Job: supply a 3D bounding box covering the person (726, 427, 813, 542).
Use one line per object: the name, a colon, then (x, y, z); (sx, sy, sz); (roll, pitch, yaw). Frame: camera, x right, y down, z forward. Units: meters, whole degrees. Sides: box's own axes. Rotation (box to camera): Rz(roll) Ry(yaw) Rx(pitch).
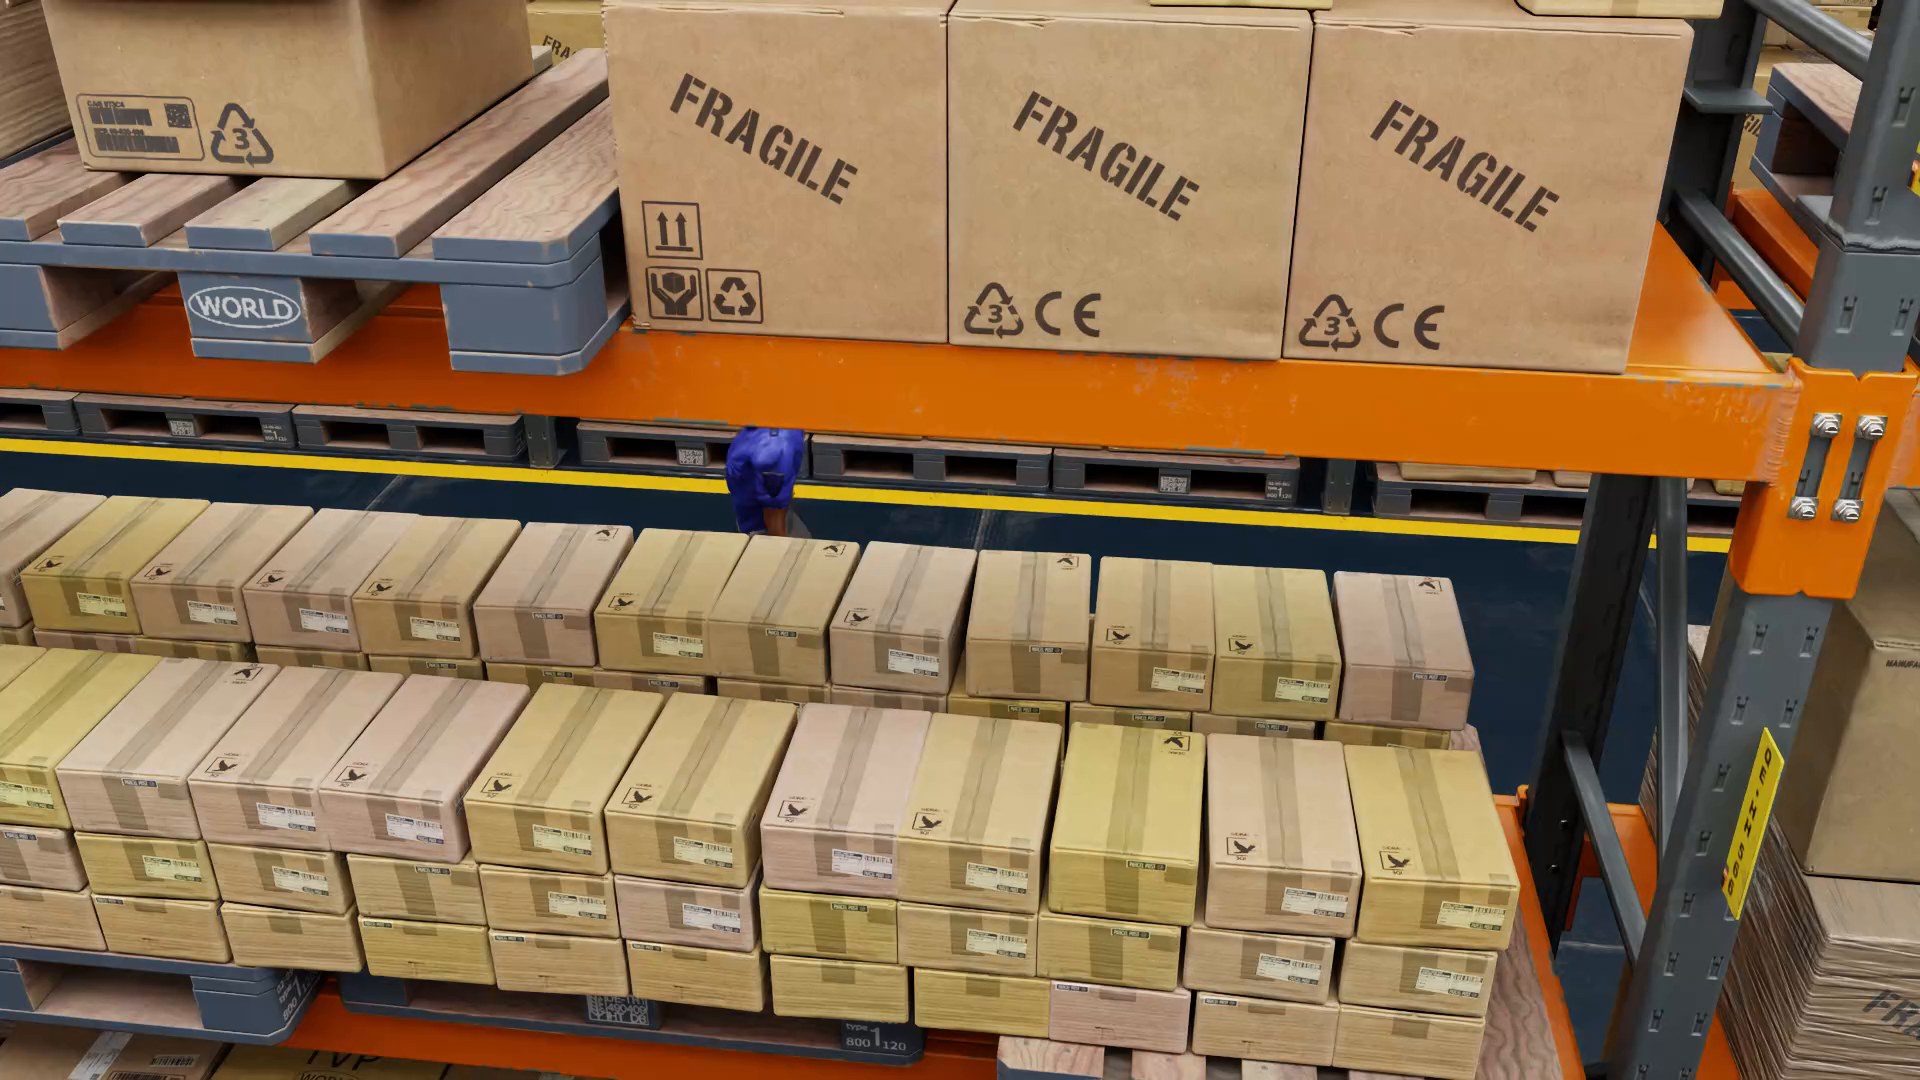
person: (-0.737, 0.073, 5.999); (0.552, 1.669, 0.460); (-1, 29, -2)
